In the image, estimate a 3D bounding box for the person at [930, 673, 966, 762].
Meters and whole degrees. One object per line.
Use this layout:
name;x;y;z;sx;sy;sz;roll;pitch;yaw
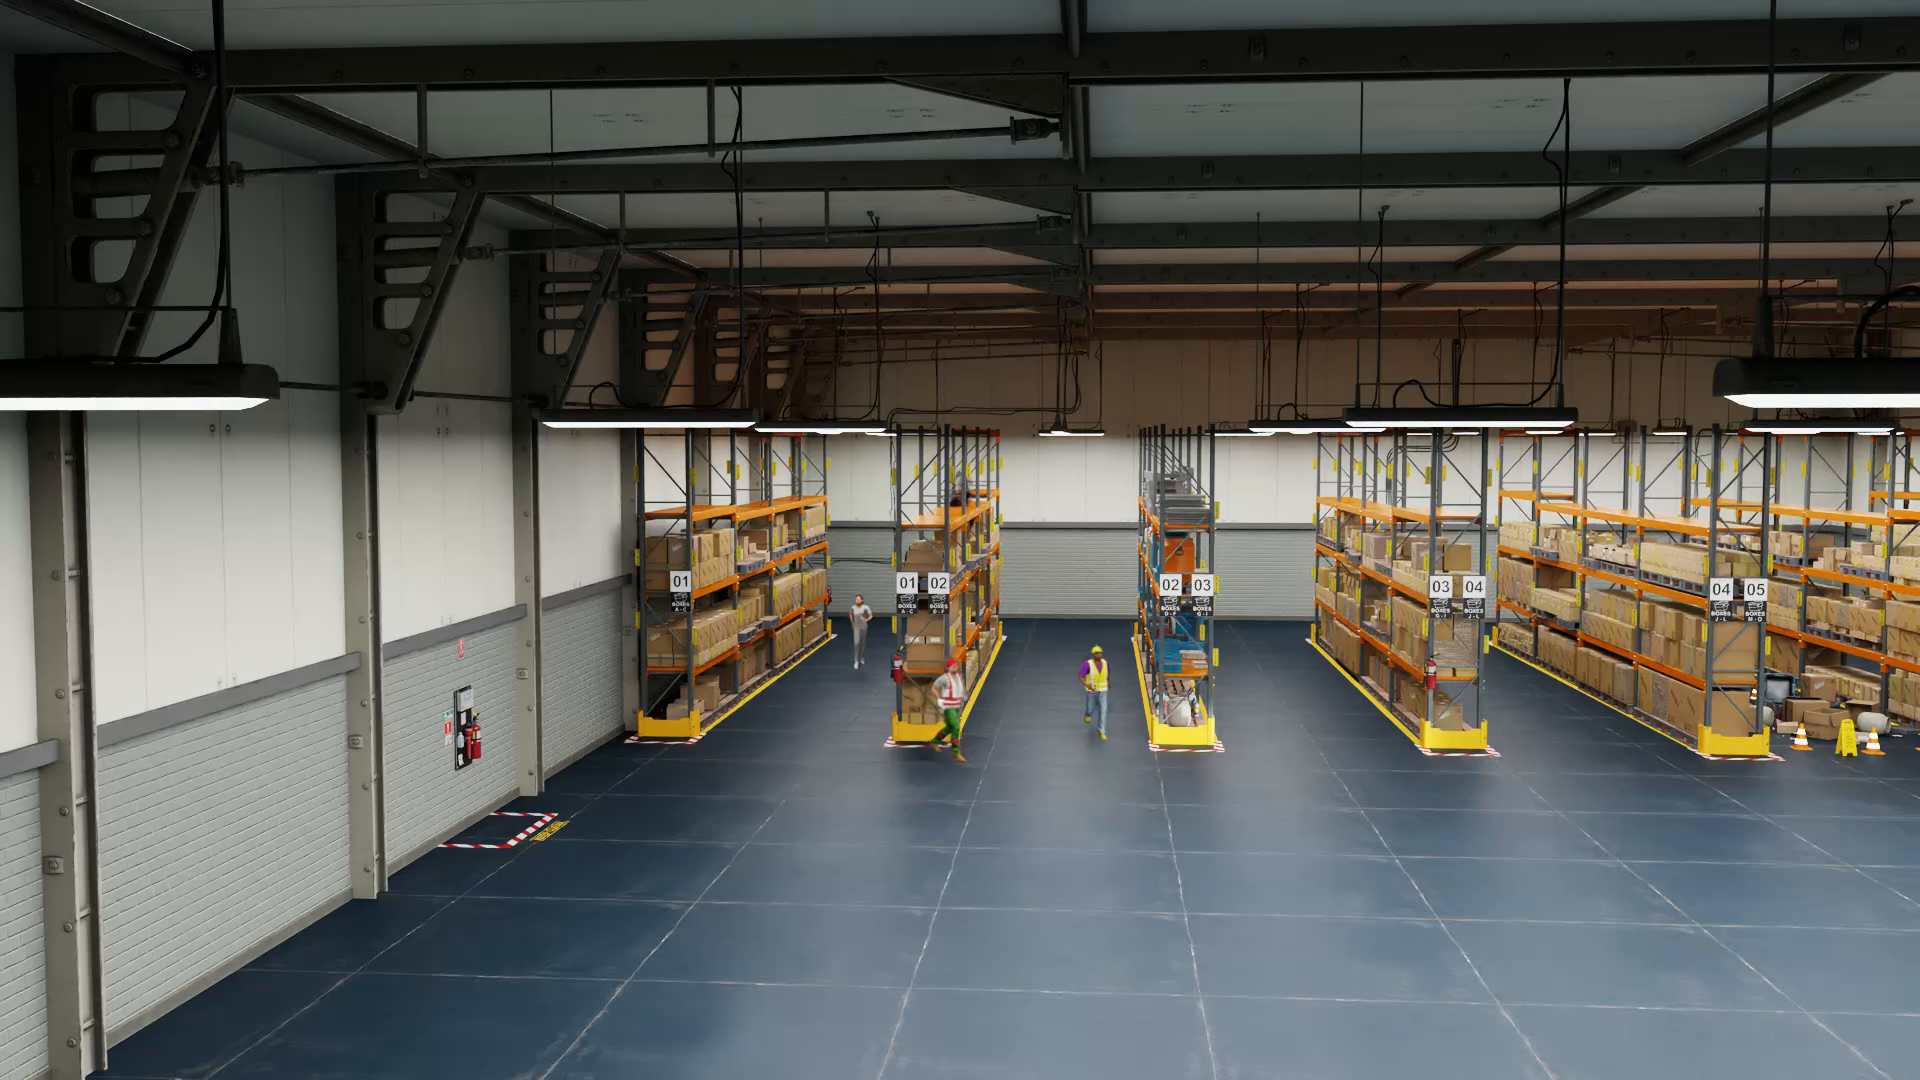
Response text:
person;-0.186;3.145;29.760;0.878;1.556;0.621;3;4;38

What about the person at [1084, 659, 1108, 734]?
person;2.616;2.991;32.095;0.435;1.413;0.899;0;4;-8

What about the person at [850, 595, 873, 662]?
person;-2.374;2.105;39.957;0.576;1.599;0.665;0;3;6
